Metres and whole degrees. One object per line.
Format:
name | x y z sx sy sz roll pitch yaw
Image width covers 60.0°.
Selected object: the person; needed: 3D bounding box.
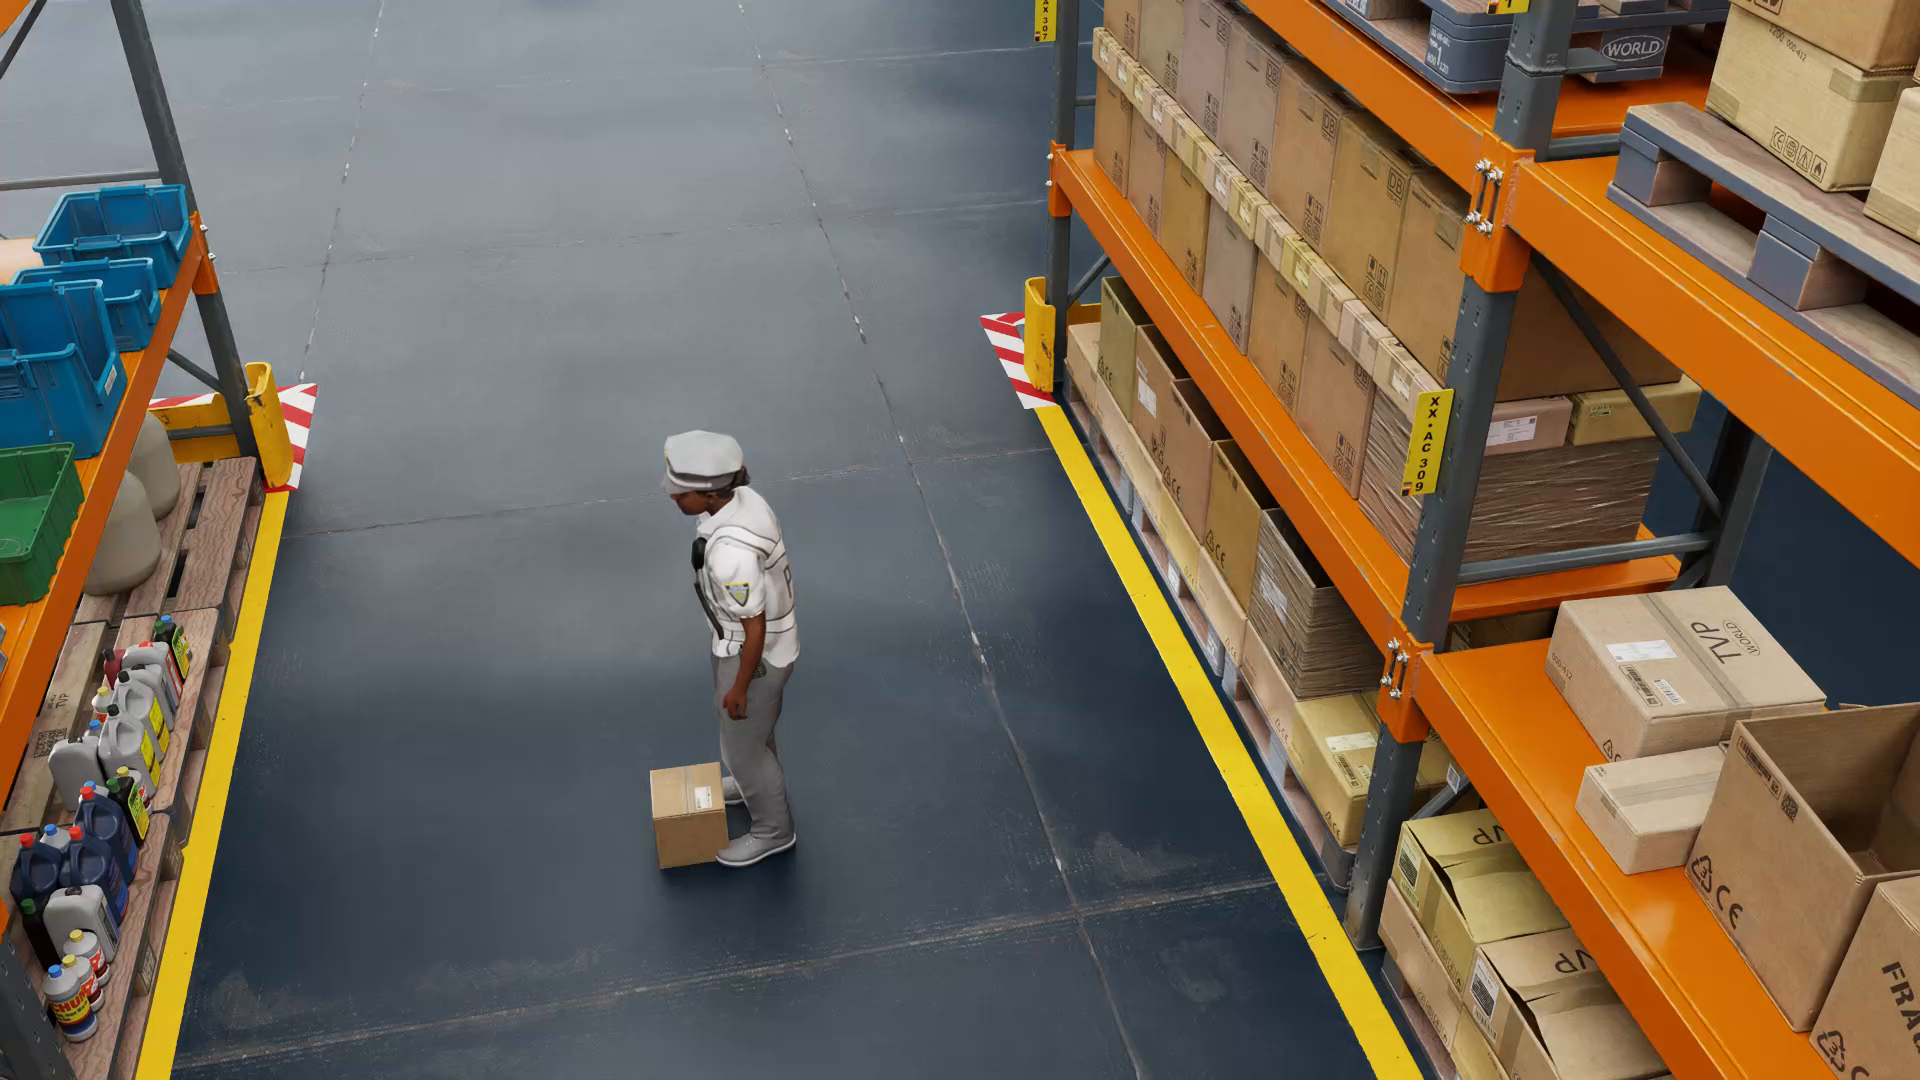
person | -0.741 0.367 5.611 0.392 1.659 0.505 -7 35 -10
